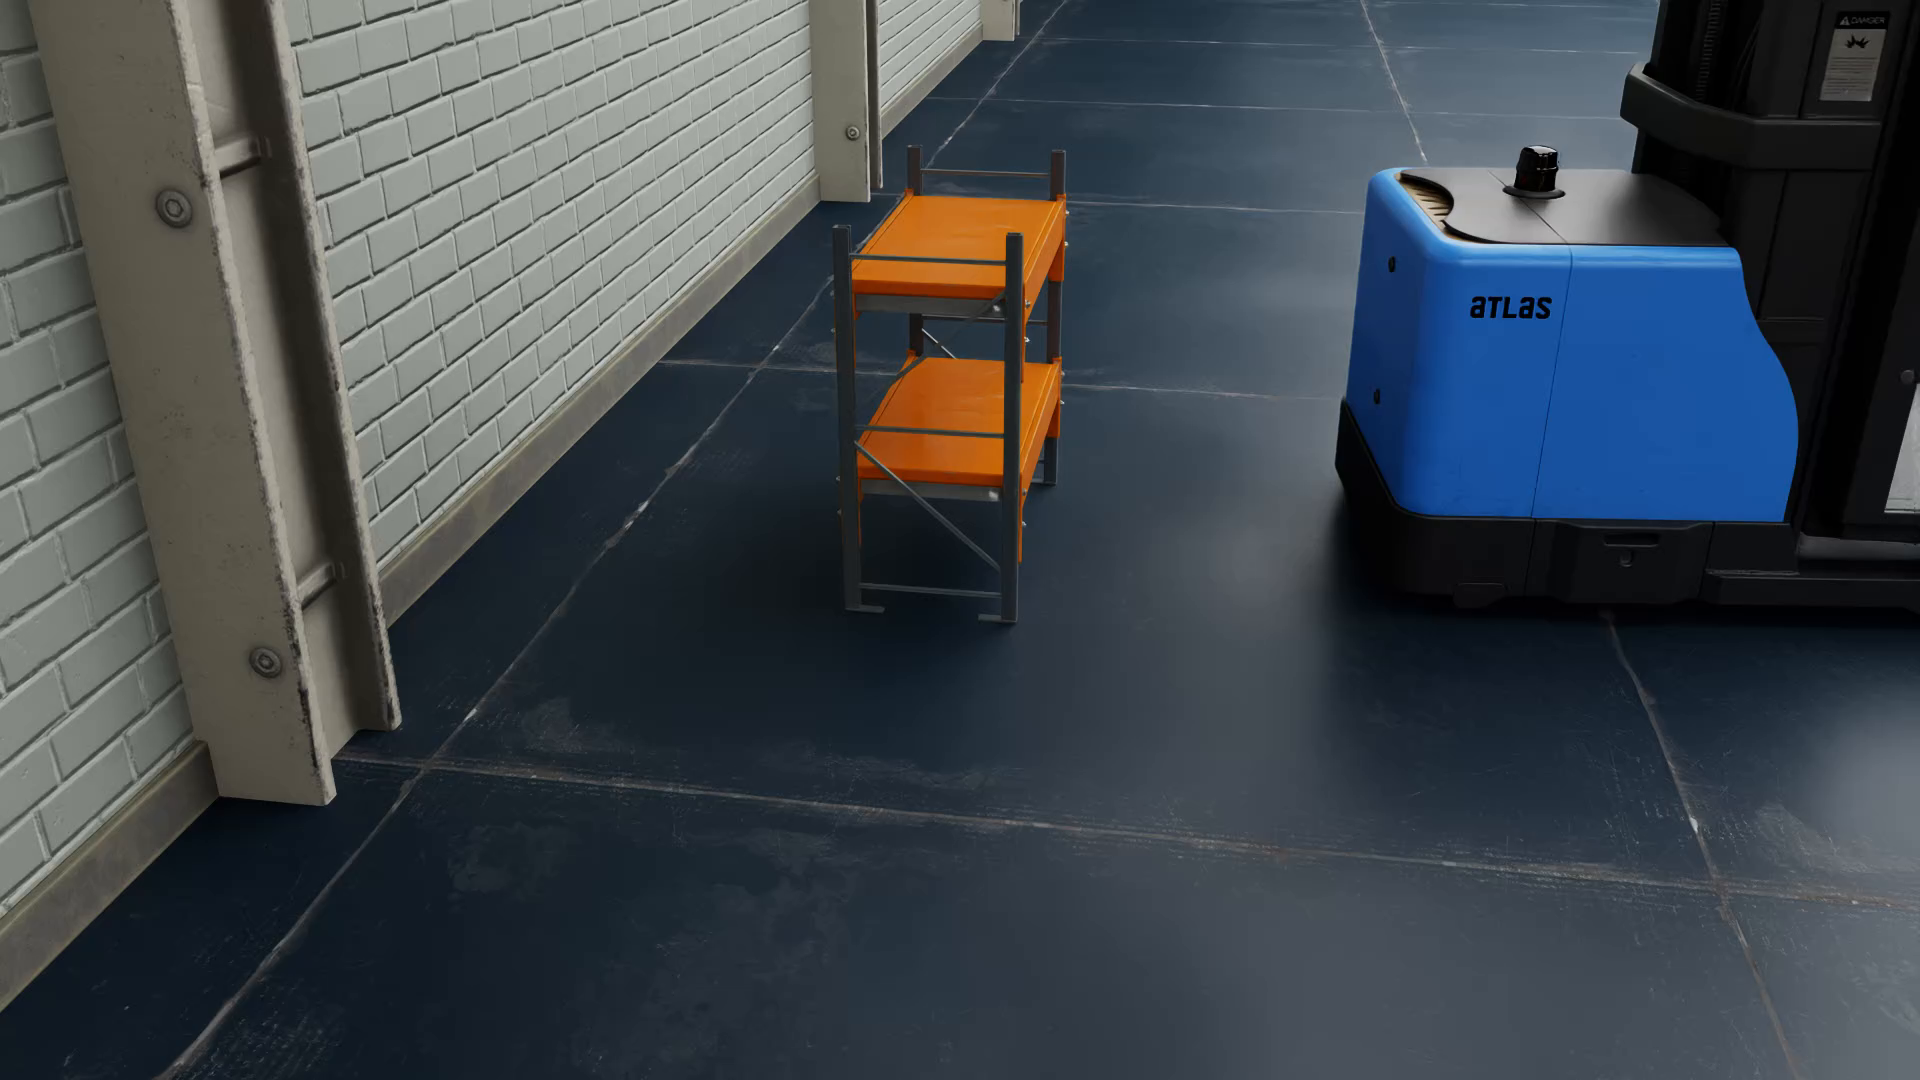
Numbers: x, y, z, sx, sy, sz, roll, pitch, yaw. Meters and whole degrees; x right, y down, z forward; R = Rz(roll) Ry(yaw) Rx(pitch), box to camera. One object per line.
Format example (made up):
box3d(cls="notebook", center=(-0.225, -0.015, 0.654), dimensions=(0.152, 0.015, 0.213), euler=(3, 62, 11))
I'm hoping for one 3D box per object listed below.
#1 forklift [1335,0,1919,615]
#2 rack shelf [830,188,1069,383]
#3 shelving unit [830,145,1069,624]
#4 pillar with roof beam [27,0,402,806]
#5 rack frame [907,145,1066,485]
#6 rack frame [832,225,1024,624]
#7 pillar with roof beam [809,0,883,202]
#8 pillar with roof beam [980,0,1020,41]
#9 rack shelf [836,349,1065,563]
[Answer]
box3d(cls="forklift", center=(2.761, -1.303, 4.577), dimensions=(3.031, 2.935, 1.130), euler=(1, 25, 2))
box3d(cls="rack shelf", center=(-0.001, -0.772, 4.881), dimensions=(0.538, 0.278, 1.000), euler=(4, 25, 9))
box3d(cls="shelving unit", center=(-0.001, -0.507, 5.005), dimensions=(0.538, 1.125, 1.048), euler=(4, 25, 9))
box3d(cls="pillar with roof beam", center=(2.635, -3.245, 1.567), dimensions=(9.100, 9.000, 0.400), euler=(4, 25, 9))
box3d(cls="rack frame", center=(0.082, -0.719, 5.460), dimensions=(0.500, 1.125, 0.032), euler=(4, 25, 9))
box3d(cls="rack frame", center=(-0.084, -0.294, 4.551), dimensions=(0.500, 1.125, 0.032), euler=(4, 25, 9))
box3d(cls="pillar with roof beam", center=(3.616, -5.754, 6.928), dimensions=(9.100, 9.000, 0.400), euler=(4, 25, 9))
box3d(cls="pillar with roof beam", center=(4.596, -8.264, 12.289), dimensions=(9.100, 9.000, 0.400), euler=(4, 25, 9))
box3d(cls="rack shelf", center=(-0.001, -0.285, 5.109), dimensions=(0.538, 0.278, 1.000), euler=(4, 25, 9))
